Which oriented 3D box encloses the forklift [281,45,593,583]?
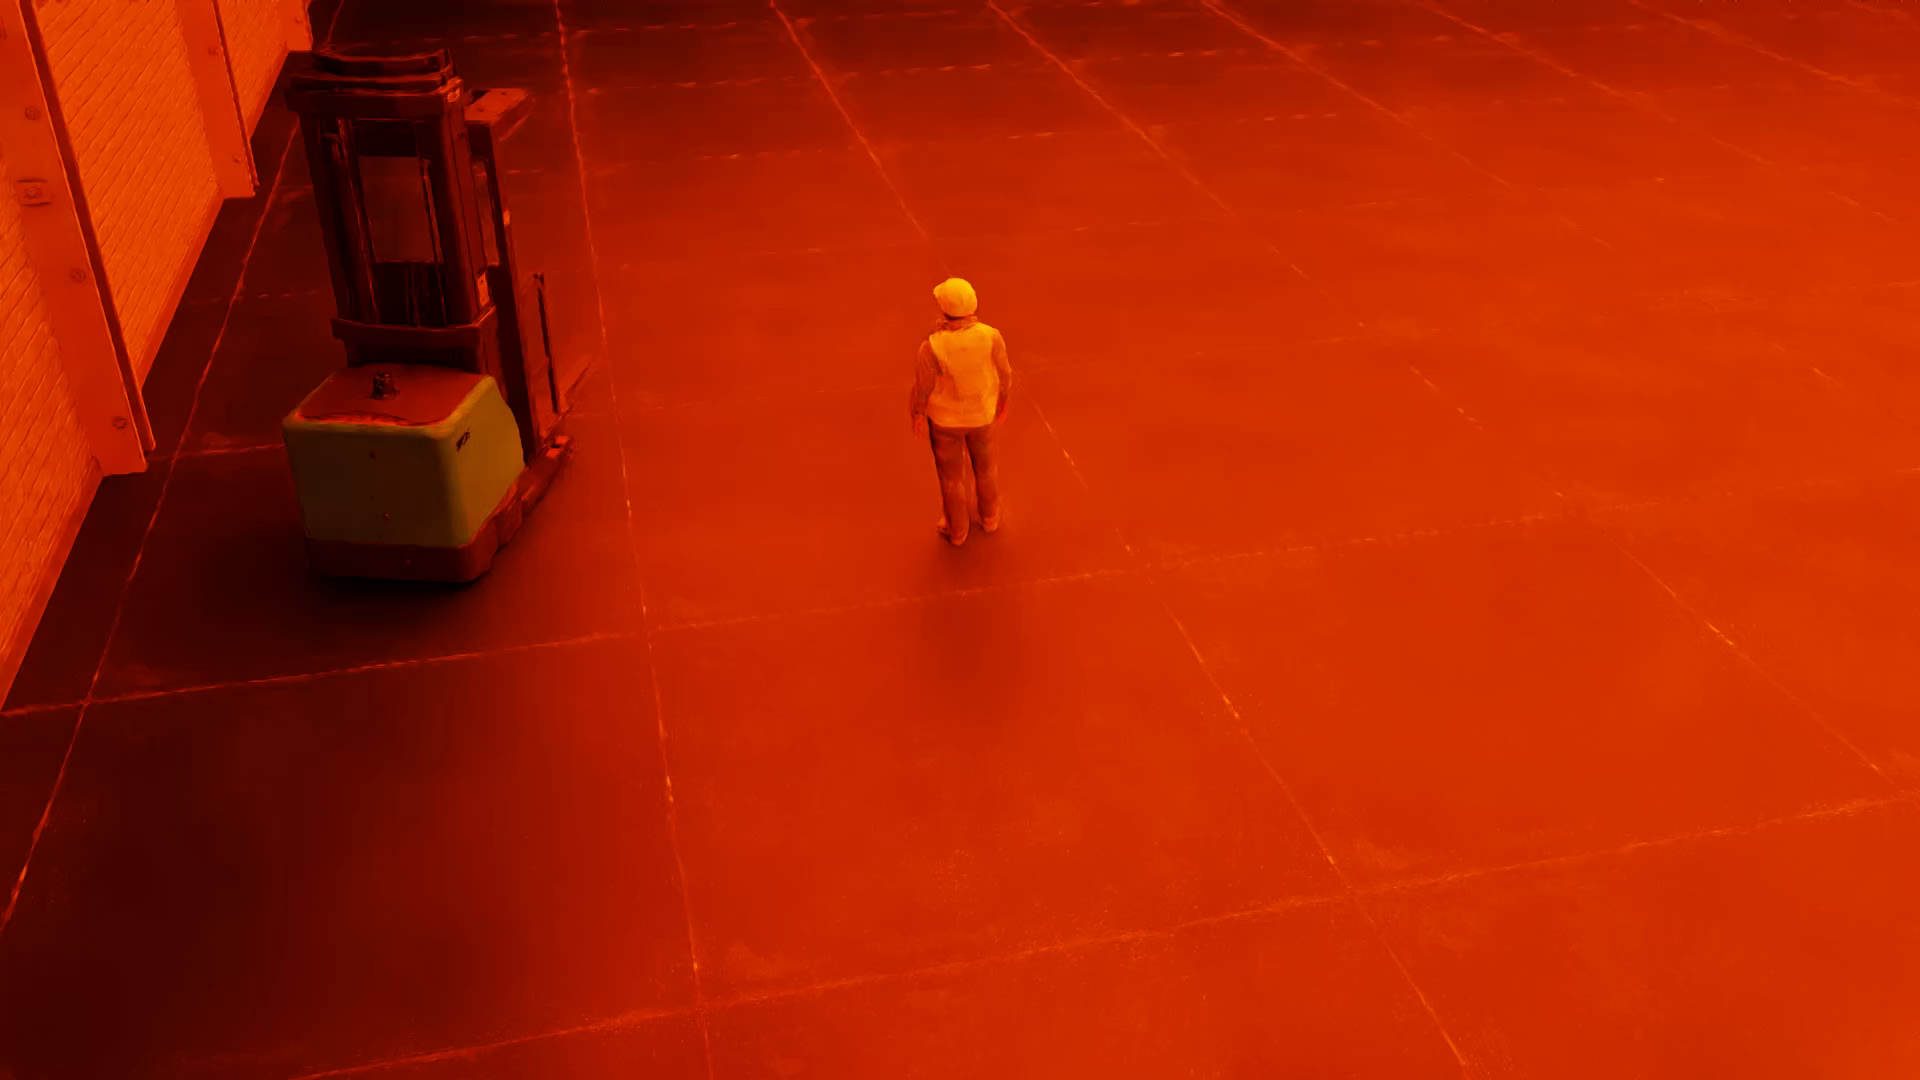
[{"bbox_3d":[-3.254,-1.726,10.557,1.130,2.935,3.031,3,30,6],"label":"forklift"}]

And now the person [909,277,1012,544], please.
[{"bbox_3d":[-0.007,-0.805,10.106,0.632,1.773,0.567,-7,31,-12],"label":"person"}]
